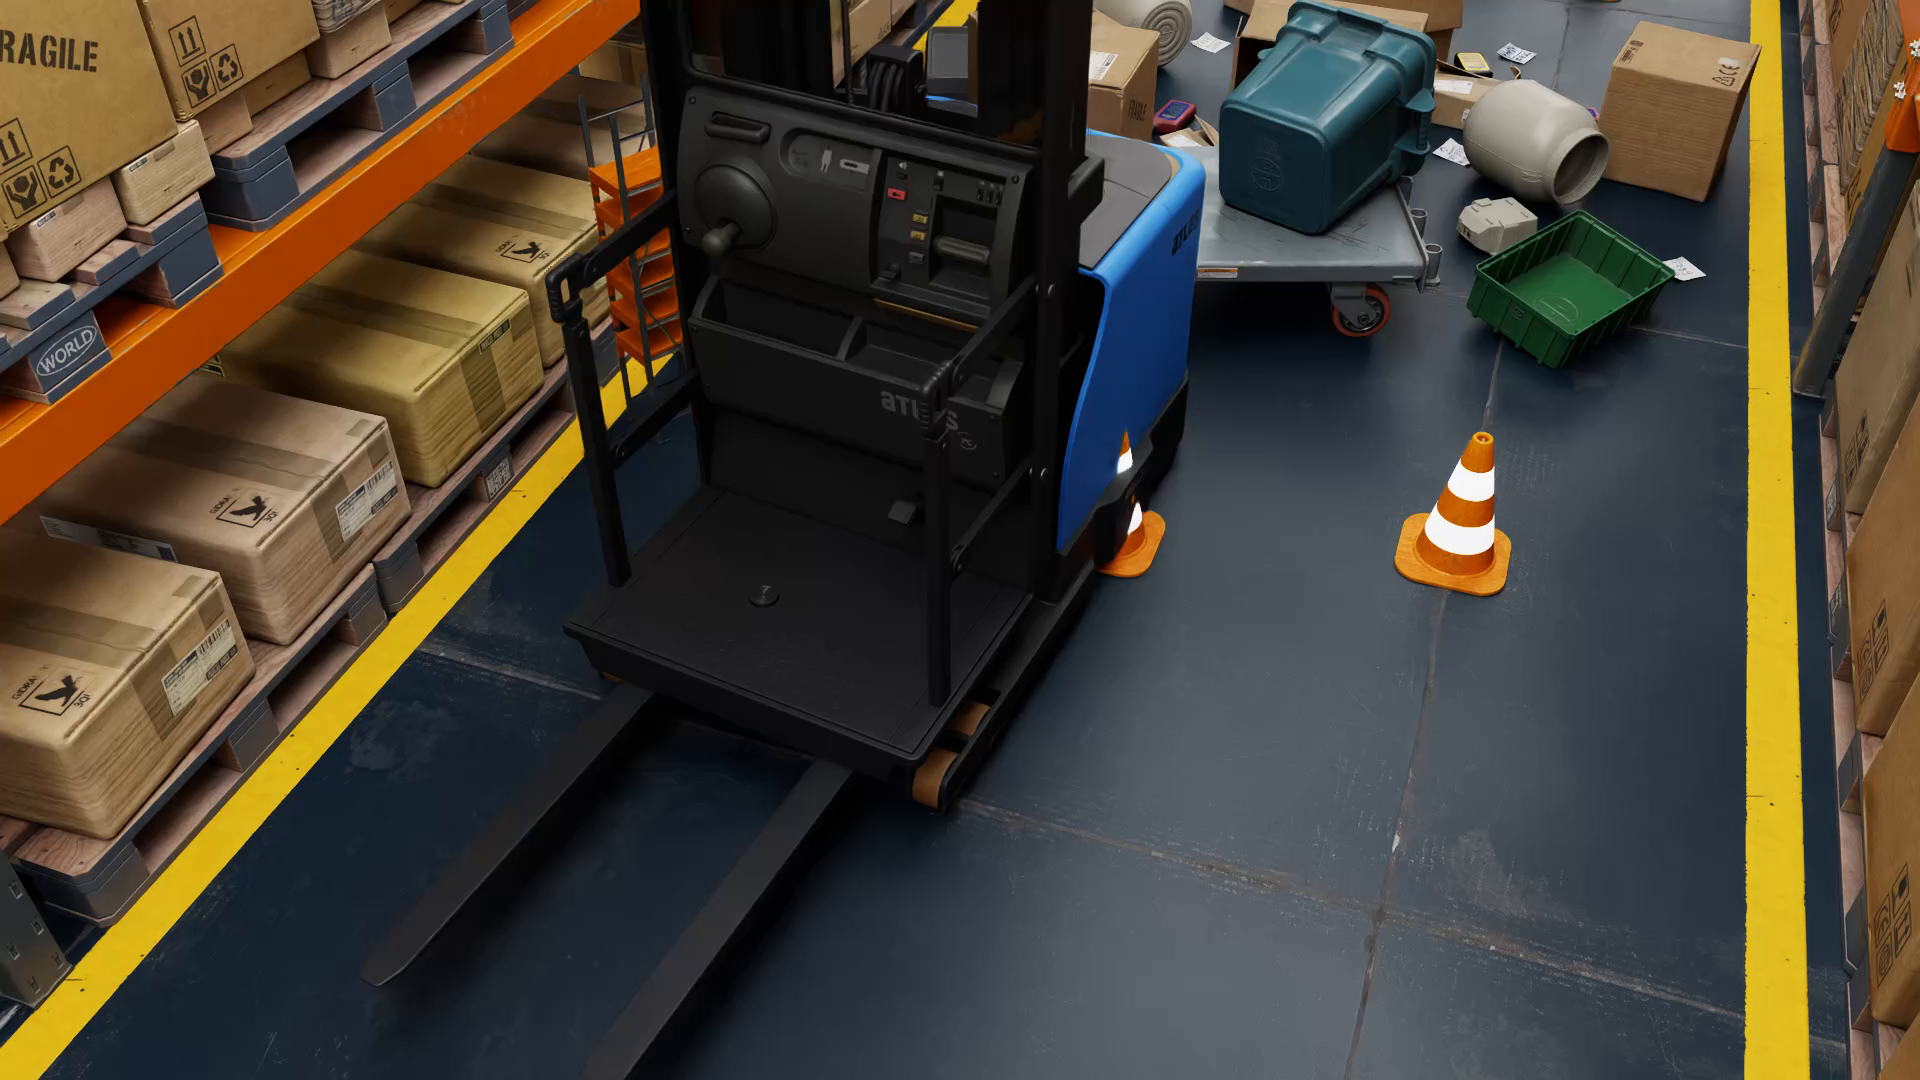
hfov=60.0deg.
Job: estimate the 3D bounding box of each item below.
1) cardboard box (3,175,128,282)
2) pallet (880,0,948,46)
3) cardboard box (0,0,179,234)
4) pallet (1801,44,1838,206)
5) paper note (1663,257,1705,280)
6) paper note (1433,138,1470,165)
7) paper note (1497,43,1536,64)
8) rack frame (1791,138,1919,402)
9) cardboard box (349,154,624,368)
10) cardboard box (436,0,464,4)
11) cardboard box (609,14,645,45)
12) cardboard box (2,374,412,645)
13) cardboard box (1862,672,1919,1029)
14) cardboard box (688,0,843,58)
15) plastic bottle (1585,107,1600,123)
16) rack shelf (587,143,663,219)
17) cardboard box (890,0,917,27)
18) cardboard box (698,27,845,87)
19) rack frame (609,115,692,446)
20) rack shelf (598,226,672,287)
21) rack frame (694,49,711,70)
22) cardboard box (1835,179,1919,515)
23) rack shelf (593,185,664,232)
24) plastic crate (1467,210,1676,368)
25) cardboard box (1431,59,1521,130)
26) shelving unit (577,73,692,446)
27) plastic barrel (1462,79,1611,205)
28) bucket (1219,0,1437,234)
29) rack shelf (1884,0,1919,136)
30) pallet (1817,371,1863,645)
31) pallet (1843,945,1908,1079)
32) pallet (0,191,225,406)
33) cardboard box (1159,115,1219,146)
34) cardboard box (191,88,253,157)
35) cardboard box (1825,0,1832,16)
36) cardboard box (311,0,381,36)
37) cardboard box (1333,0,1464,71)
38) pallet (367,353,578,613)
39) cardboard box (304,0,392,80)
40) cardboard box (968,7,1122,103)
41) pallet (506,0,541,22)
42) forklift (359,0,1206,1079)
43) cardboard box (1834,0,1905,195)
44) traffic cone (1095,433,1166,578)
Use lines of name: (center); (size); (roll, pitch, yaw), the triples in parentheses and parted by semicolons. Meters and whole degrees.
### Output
cardboard box: (-2.087, -0.717, 3.649); (0.380, 0.149, 0.250); (11, 42, 12)
pallet: (-0.658, -2.717, 8.272); (1.003, 0.211, 1.213); (13, 42, 15)
cardboard box: (-2.095, -1.027, 3.513); (0.500, 0.500, 0.500); (15, 43, 17)
pallet: (4.166, -1.709, 7.090); (1.003, 0.211, 1.213); (13, 42, 15)
paper note: (2.795, -1.058, 6.467); (0.147, 0.020, 0.142); (-13, 42, -15)
paper note: (2.161, -1.679, 7.200); (0.172, 0.023, 0.155); (29, 48, 29)
paper note: (2.667, -2.332, 7.961); (0.144, 0.017, 0.142); (29, 48, 29)
rack frame: (3.416, -1.577, 4.787); (1.000, 3.000, 0.127); (13, 42, 15)
cardboard box: (-1.689, -1.014, 5.828); (0.950, 0.372, 0.625); (16, 43, 18)
cardboard box: (-1.549, -1.684, 4.782); (0.380, 0.149, 0.250); (13, 42, 15)
cardboard box: (-1.320, -2.433, 7.008); (0.500, 0.500, 0.500); (13, 42, 14)
cardboard box: (-2.190, -0.128, 4.790); (0.950, 0.372, 0.625); (13, 42, 14)
cardboard box: (2.637, 0.674, 3.559); (1.050, 0.750, 0.750); (14, 42, 16)
cardboard box: (-0.814, -2.312, 6.867); (0.500, 0.500, 0.500); (15, 43, 17)
plastic bottle: (2.695, -1.873, 7.398); (0.283, 0.061, 0.133); (0, 40, 0)
rack shelf: (-0.989, -1.111, 5.141); (0.258, 0.103, 0.180); (-29, 48, -29)
cardboard box: (-0.463, -2.679, 7.874); (0.500, 0.250, 0.500); (13, 42, 15)
cardboard box: (-0.814, -2.027, 7.110); (0.500, 0.250, 0.500); (11, 42, 13)
rack frame: (-0.930, -0.825, 5.293); (0.240, 1.200, 0.006); (-29, 48, -29)
rack shelf: (-0.989, -0.928, 5.297); (0.258, 0.103, 0.180); (-29, 48, -29)
rack frame: (-1.270, -2.614, 6.002); (1.000, 3.000, 0.127); (13, 42, 15)
cardboard box: (3.289, -0.482, 4.914); (1.050, 0.750, 0.750); (13, 42, 15)
rack shelf: (-0.989, -1.019, 5.219); (0.258, 0.103, 0.180); (-29, 48, -29)
plastic crate: (2.245, -0.925, 6.146); (0.662, 0.188, 0.450); (-29, 58, -29)
cardboard box: (2.273, -1.994, 7.382); (0.396, 0.266, 0.258); (21, 45, 22)
shelving unit: (-0.989, -0.871, 5.346); (0.258, 1.200, 0.189); (-29, 48, -29)
plastic barrel: (2.363, -1.629, 6.833); (0.421, 0.421, 0.512); (-21, 45, -22)
bucket: (1.296, -1.504, 6.053); (0.726, 0.611, 0.620); (29, 58, 29)
rack shelf: (4.100, -2.523, 6.450); (1.077, 0.370, 4.000); (13, 42, 15)
pallet: (3.223, -0.028, 5.121); (1.003, 0.211, 1.213); (13, 42, 15)
pallet: (2.389, 1.460, 3.376); (1.003, 0.211, 1.213); (13, 42, 15)
pallet: (-2.494, -0.559, 3.742); (1.213, 0.211, 1.003); (13, 42, 15)
cardboard box: (1.026, -1.594, 6.914); (0.258, 0.266, 0.396); (-13, 42, -15)
cardboard box: (-1.964, -1.044, 4.033); (0.380, 0.149, 0.250); (16, 43, 18)
cardboard box: (4.614, -2.939, 7.698); (0.875, 0.875, 0.875); (14, 42, 15)
cardboard box: (-1.741, -1.656, 4.250); (0.500, 0.500, 0.500); (12, 42, 13)
cardboard box: (1.877, -2.470, 7.758); (0.797, 0.503, 0.637); (-13, 42, -15)
pallet: (-1.950, -0.331, 5.475); (1.003, 0.211, 1.213); (13, 42, 15)
cardboard box: (-1.753, -1.370, 4.415); (0.380, 0.149, 0.250); (15, 43, 16)
cardboard box: (0.375, -2.015, 7.225); (0.500, 0.500, 0.500); (-21, 45, -22)
pallet: (-1.668, -2.107, 5.556); (1.003, 0.211, 1.213); (13, 42, 15)
forklift: (-0.372, -0.735, 3.854); (1.130, 2.935, 3.031); (18, 44, 20)
cardboard box: (4.002, -1.847, 6.417); (0.875, 0.875, 0.875); (14, 42, 15)
traffic cone: (0.462, -0.183, 5.108); (0.336, 0.463, 0.334); (13, 42, 15)
